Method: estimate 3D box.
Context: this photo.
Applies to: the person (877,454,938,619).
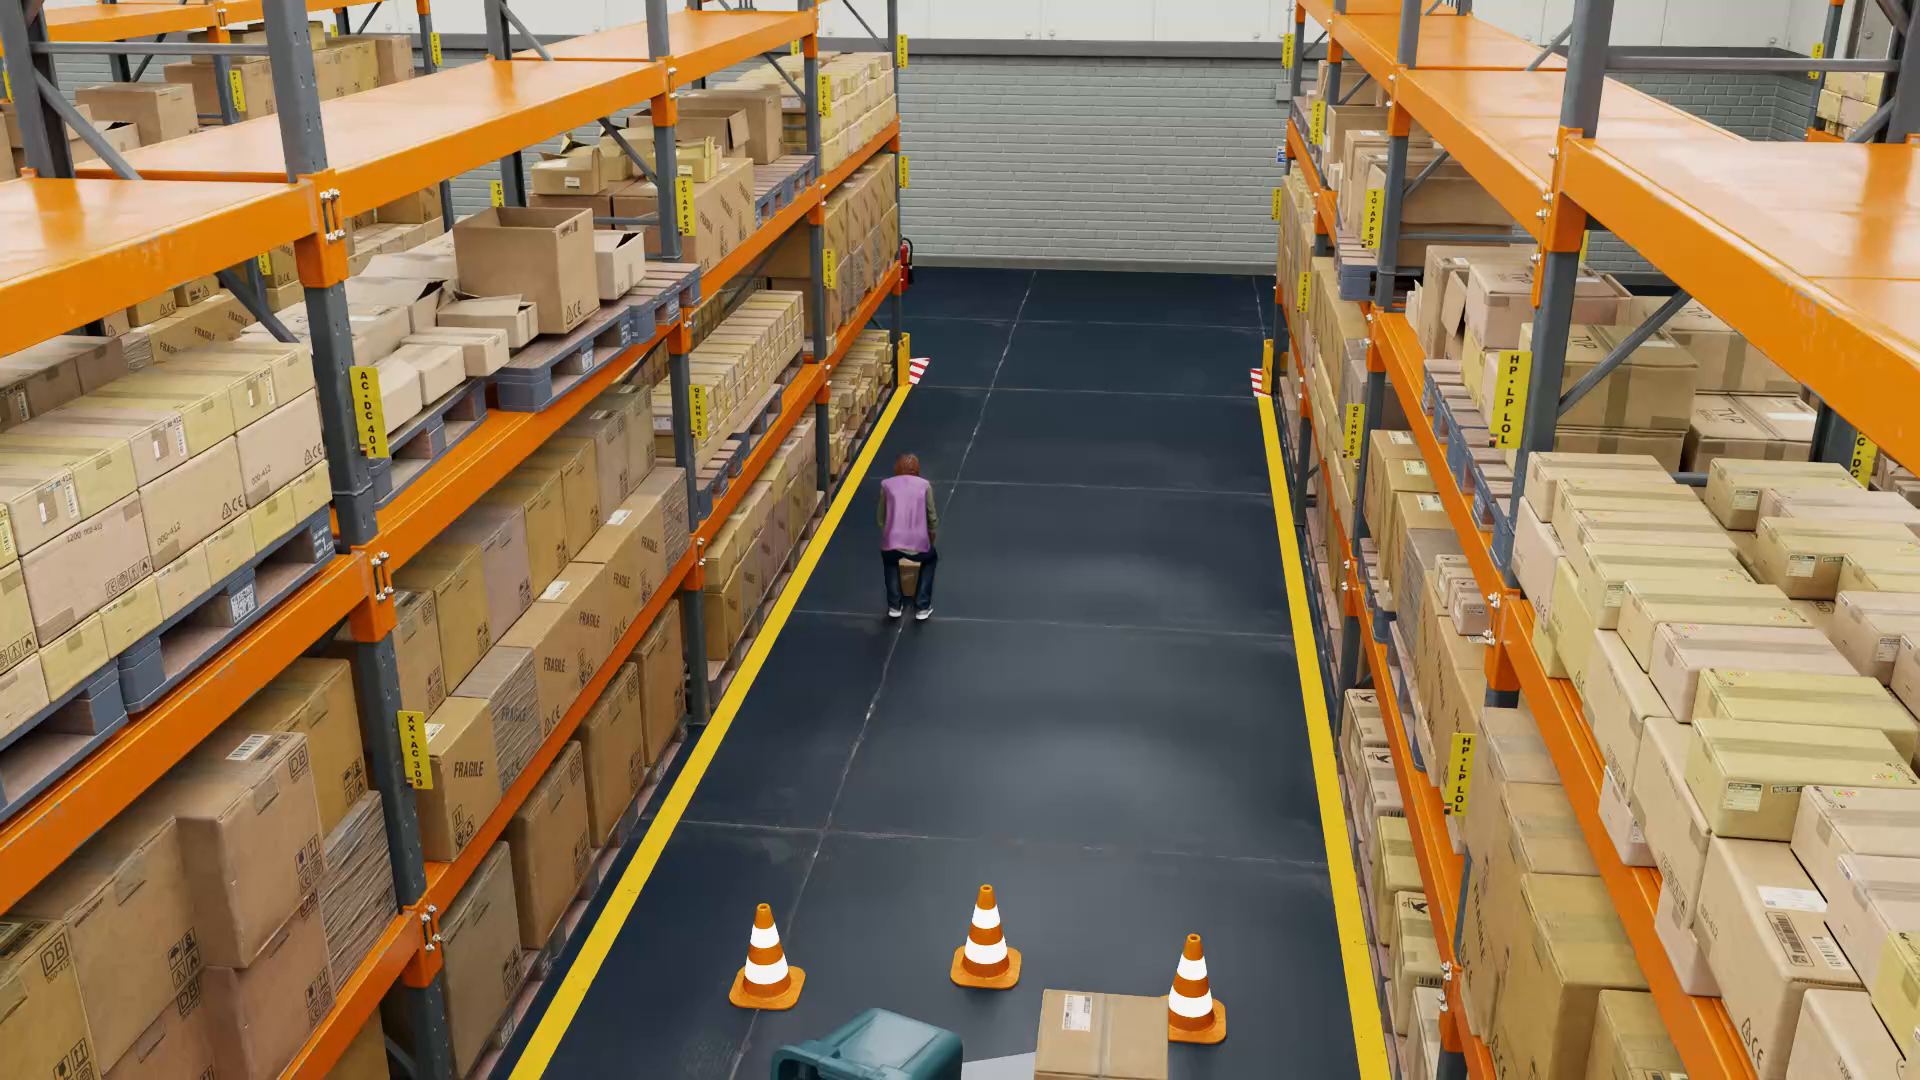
[{"bbox_3d":[-0.401,-0.003,12.127,0.464,1.130,0.736,3,22,6],"label":"person"}]
